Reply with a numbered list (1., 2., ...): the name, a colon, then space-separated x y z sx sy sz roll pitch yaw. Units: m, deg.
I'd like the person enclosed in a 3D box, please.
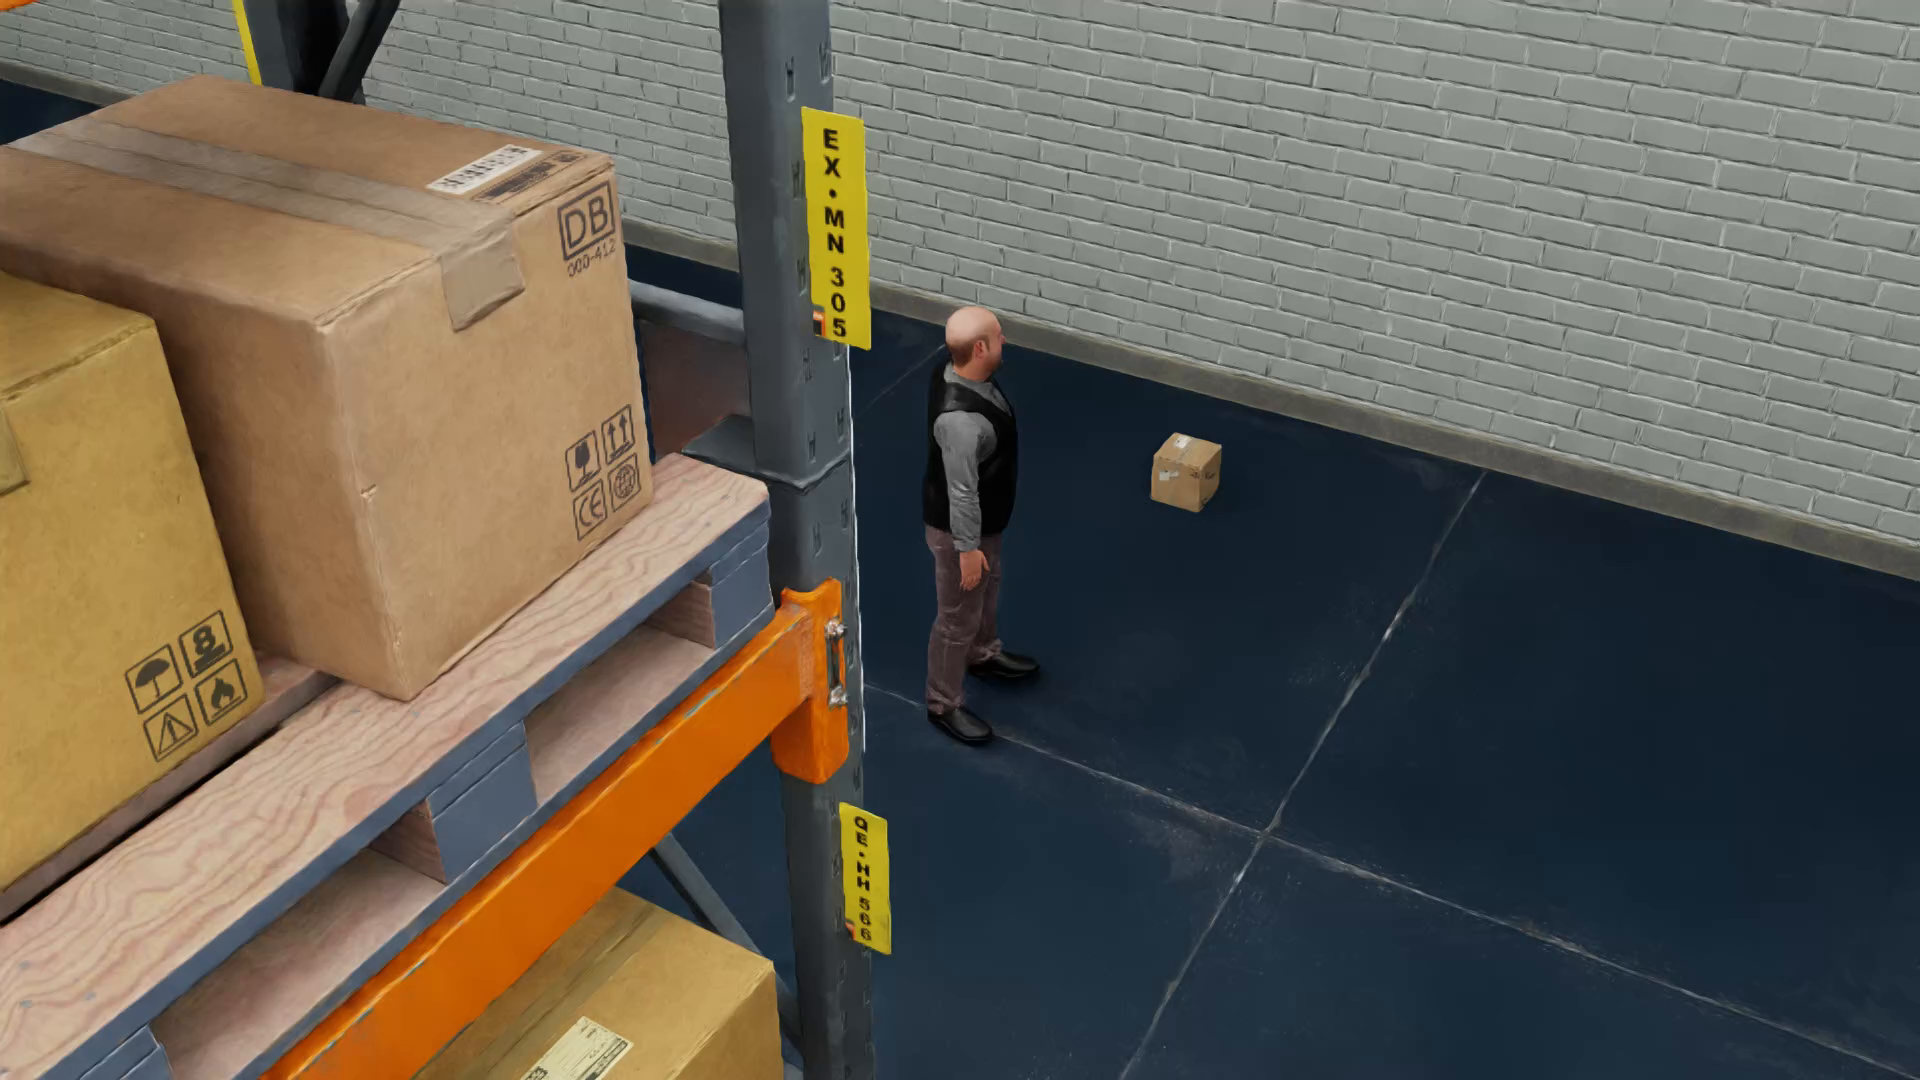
1. person: 0.085 -0.080 6.234 0.470 1.731 0.591 1 34 2
